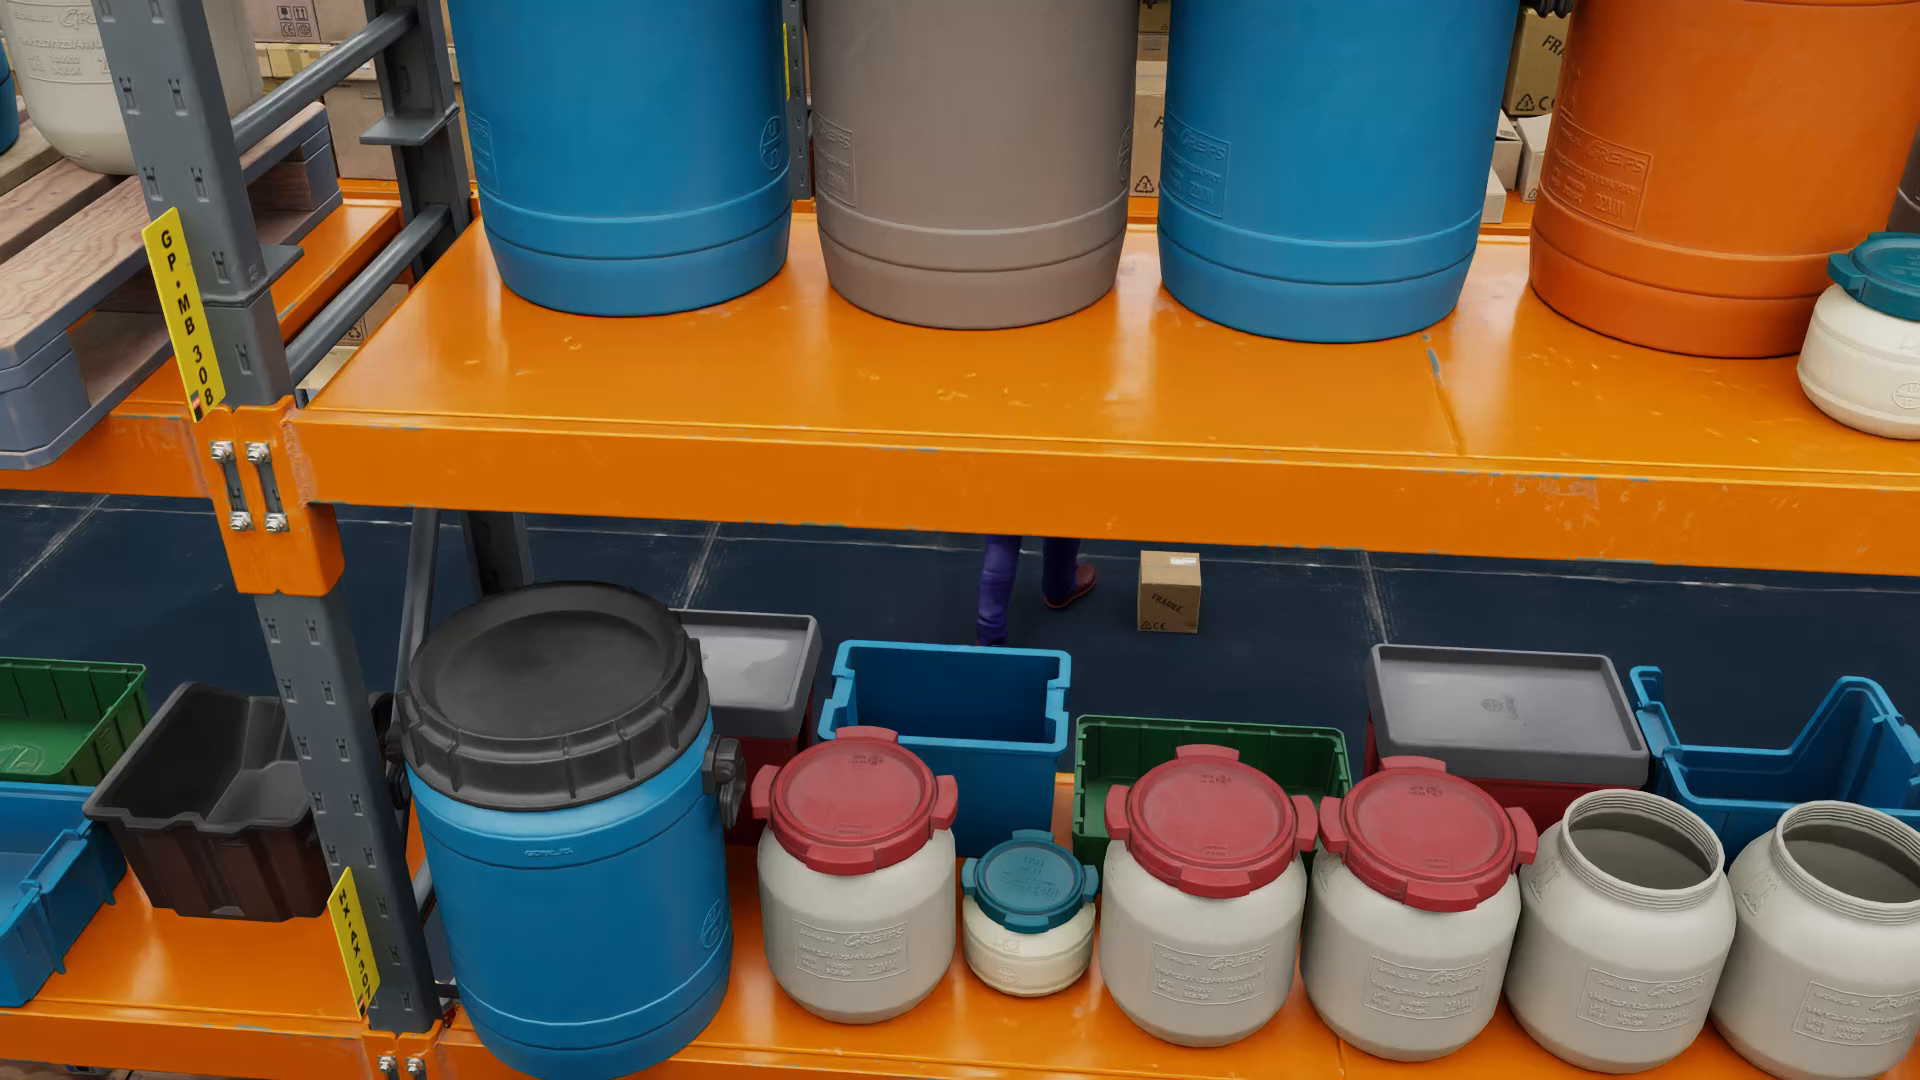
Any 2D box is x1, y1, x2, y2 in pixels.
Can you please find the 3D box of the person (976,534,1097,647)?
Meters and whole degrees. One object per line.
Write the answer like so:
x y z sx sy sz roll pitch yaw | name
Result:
0.284 -0.340 6.689 0.553 1.623 0.821 14 35 21 | person
